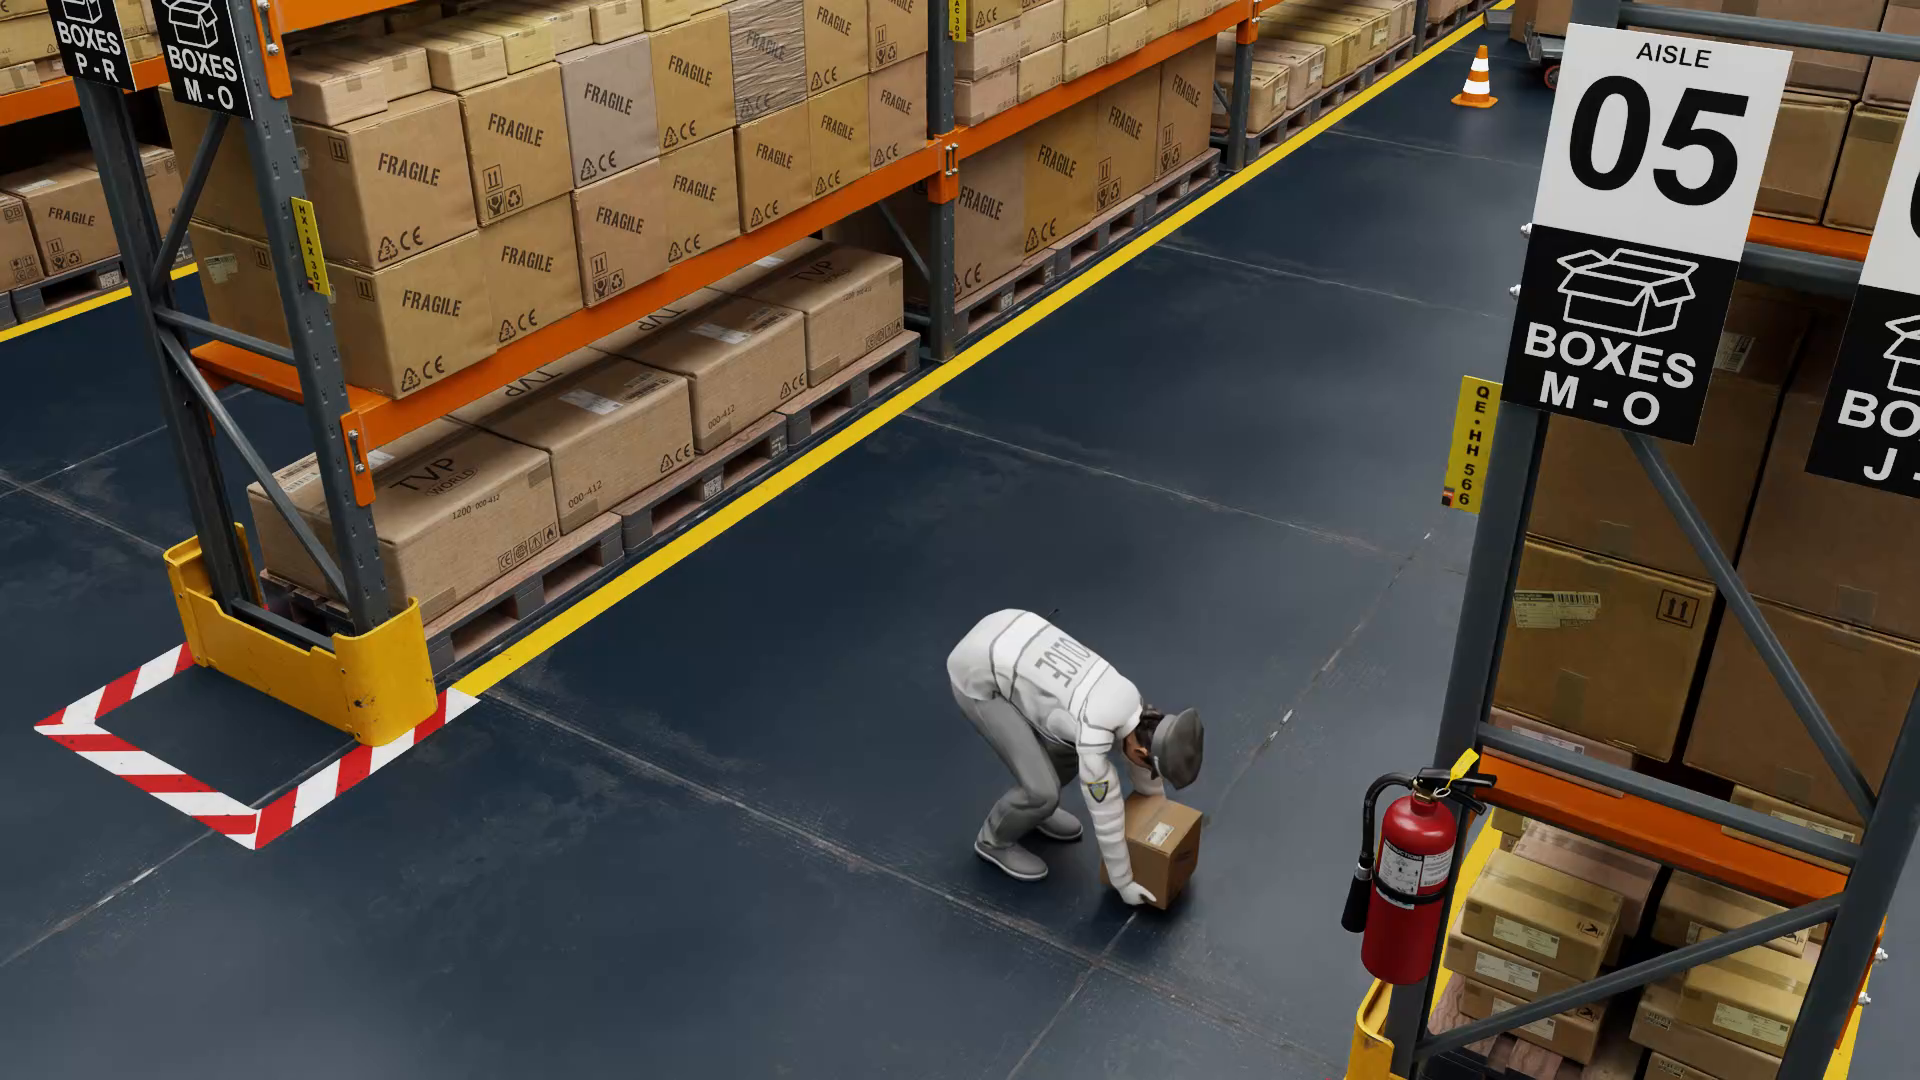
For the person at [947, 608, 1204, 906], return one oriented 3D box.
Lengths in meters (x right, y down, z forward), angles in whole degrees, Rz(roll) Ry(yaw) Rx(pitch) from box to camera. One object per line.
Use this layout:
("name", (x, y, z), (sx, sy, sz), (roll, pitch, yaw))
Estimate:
("person", (0.383, 0.733, 5.626), (0.882, 0.919, 0.456), (16, 34, 25))
